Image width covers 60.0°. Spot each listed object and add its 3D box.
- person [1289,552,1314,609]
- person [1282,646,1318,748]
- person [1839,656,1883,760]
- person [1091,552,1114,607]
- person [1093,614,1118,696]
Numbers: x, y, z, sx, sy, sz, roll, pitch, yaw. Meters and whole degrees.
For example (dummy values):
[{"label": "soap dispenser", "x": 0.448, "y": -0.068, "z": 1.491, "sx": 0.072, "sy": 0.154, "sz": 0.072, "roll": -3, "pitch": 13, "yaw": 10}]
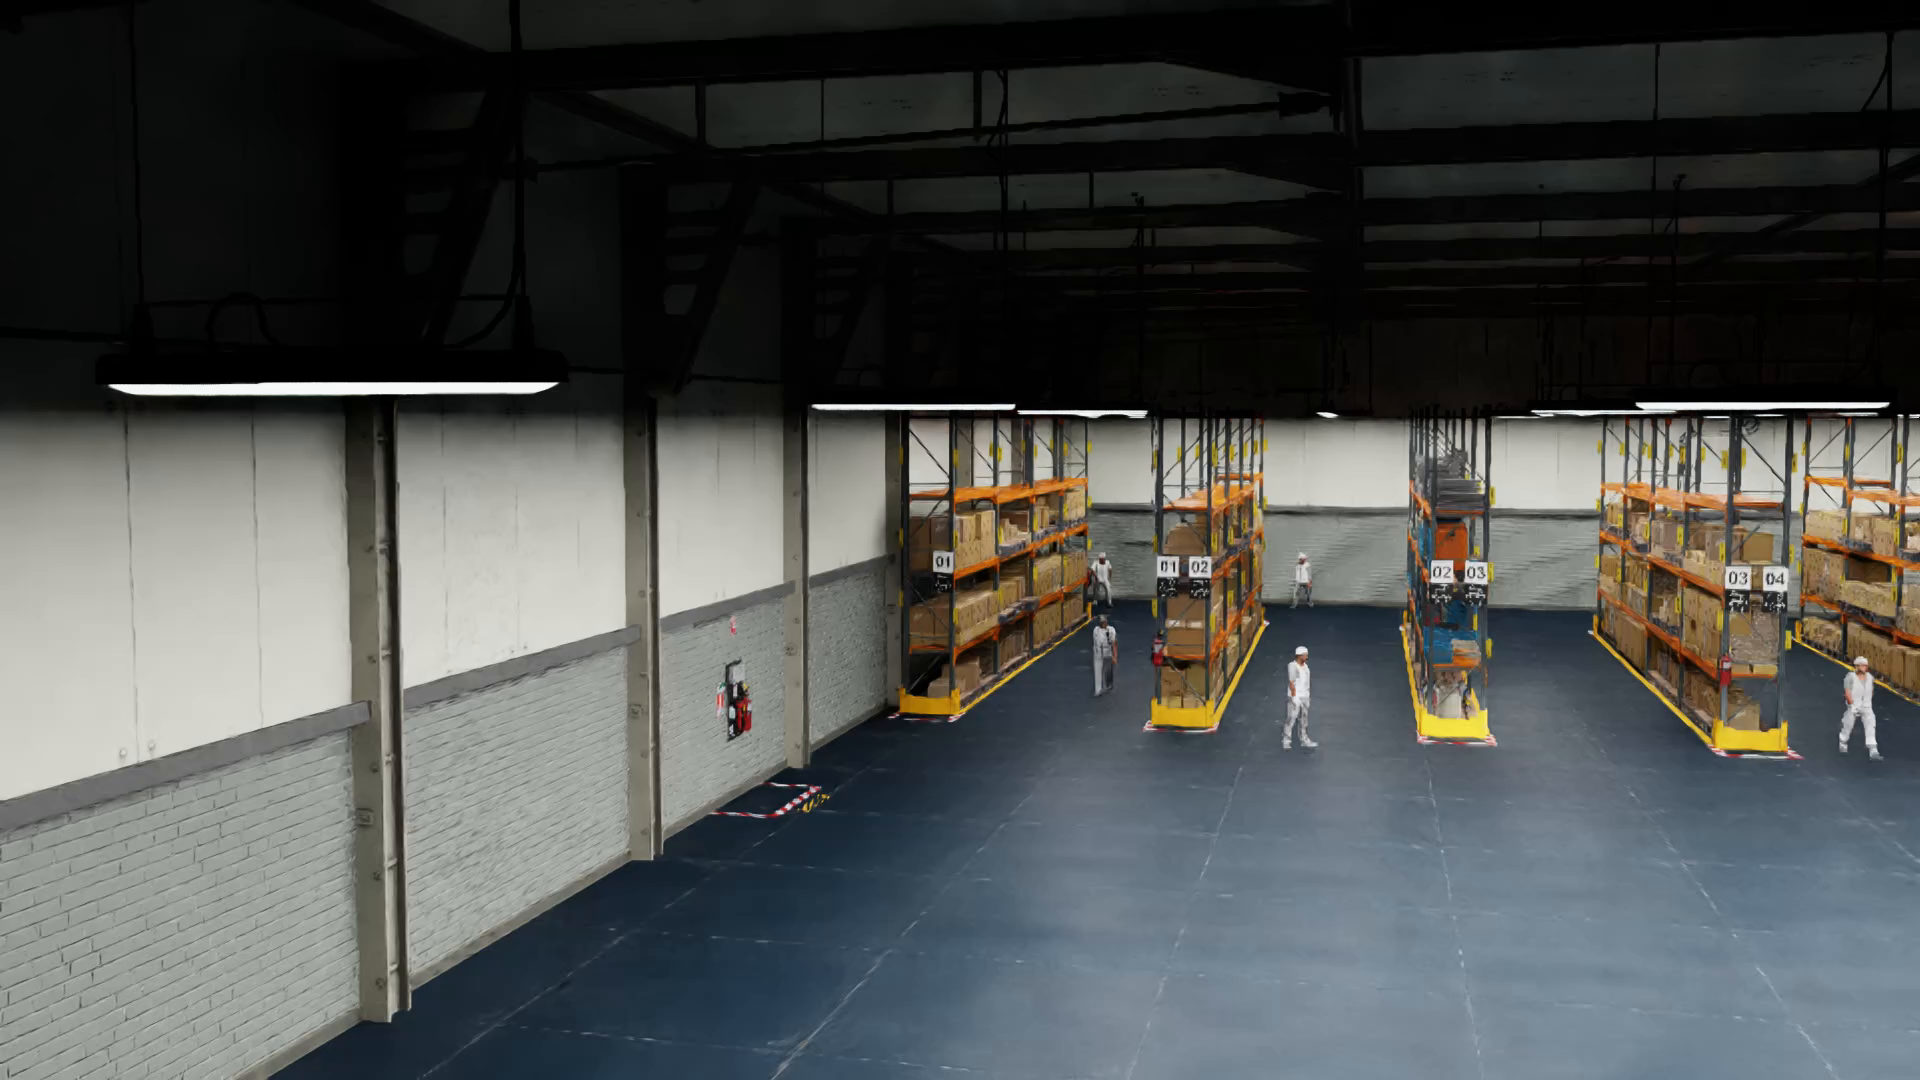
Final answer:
[{"label": "person", "x": 10.430, "y": 1.238, "z": 50.584, "sx": 0.579, "sy": 1.732, "sz": 0.952, "roll": 3, "pitch": 5, "yaw": 37}, {"label": "person", "x": 5.921, "y": 2.738, "z": 29.068, "sx": 0.476, "sy": 1.788, "sz": 0.652, "roll": 3, "pitch": 5, "yaw": 40}, {"label": "person", "x": 15.242, "y": 2.825, "z": 28.173, "sx": 0.528, "sy": 1.727, "sz": 1.030, "roll": 0, "pitch": 4, "yaw": 6}, {"label": "person", "x": 4.356, "y": 1.198, "z": 51.206, "sx": 0.699, "sy": 1.705, "sz": 0.840, "roll": 0, "pitch": 4, "yaw": -3}, {"label": "person", "x": 3.020, "y": 2.378, "z": 34.679, "sx": 0.557, "sy": 1.705, "sz": 1.040, "roll": 1, "pitch": 4, "yaw": 13}]
